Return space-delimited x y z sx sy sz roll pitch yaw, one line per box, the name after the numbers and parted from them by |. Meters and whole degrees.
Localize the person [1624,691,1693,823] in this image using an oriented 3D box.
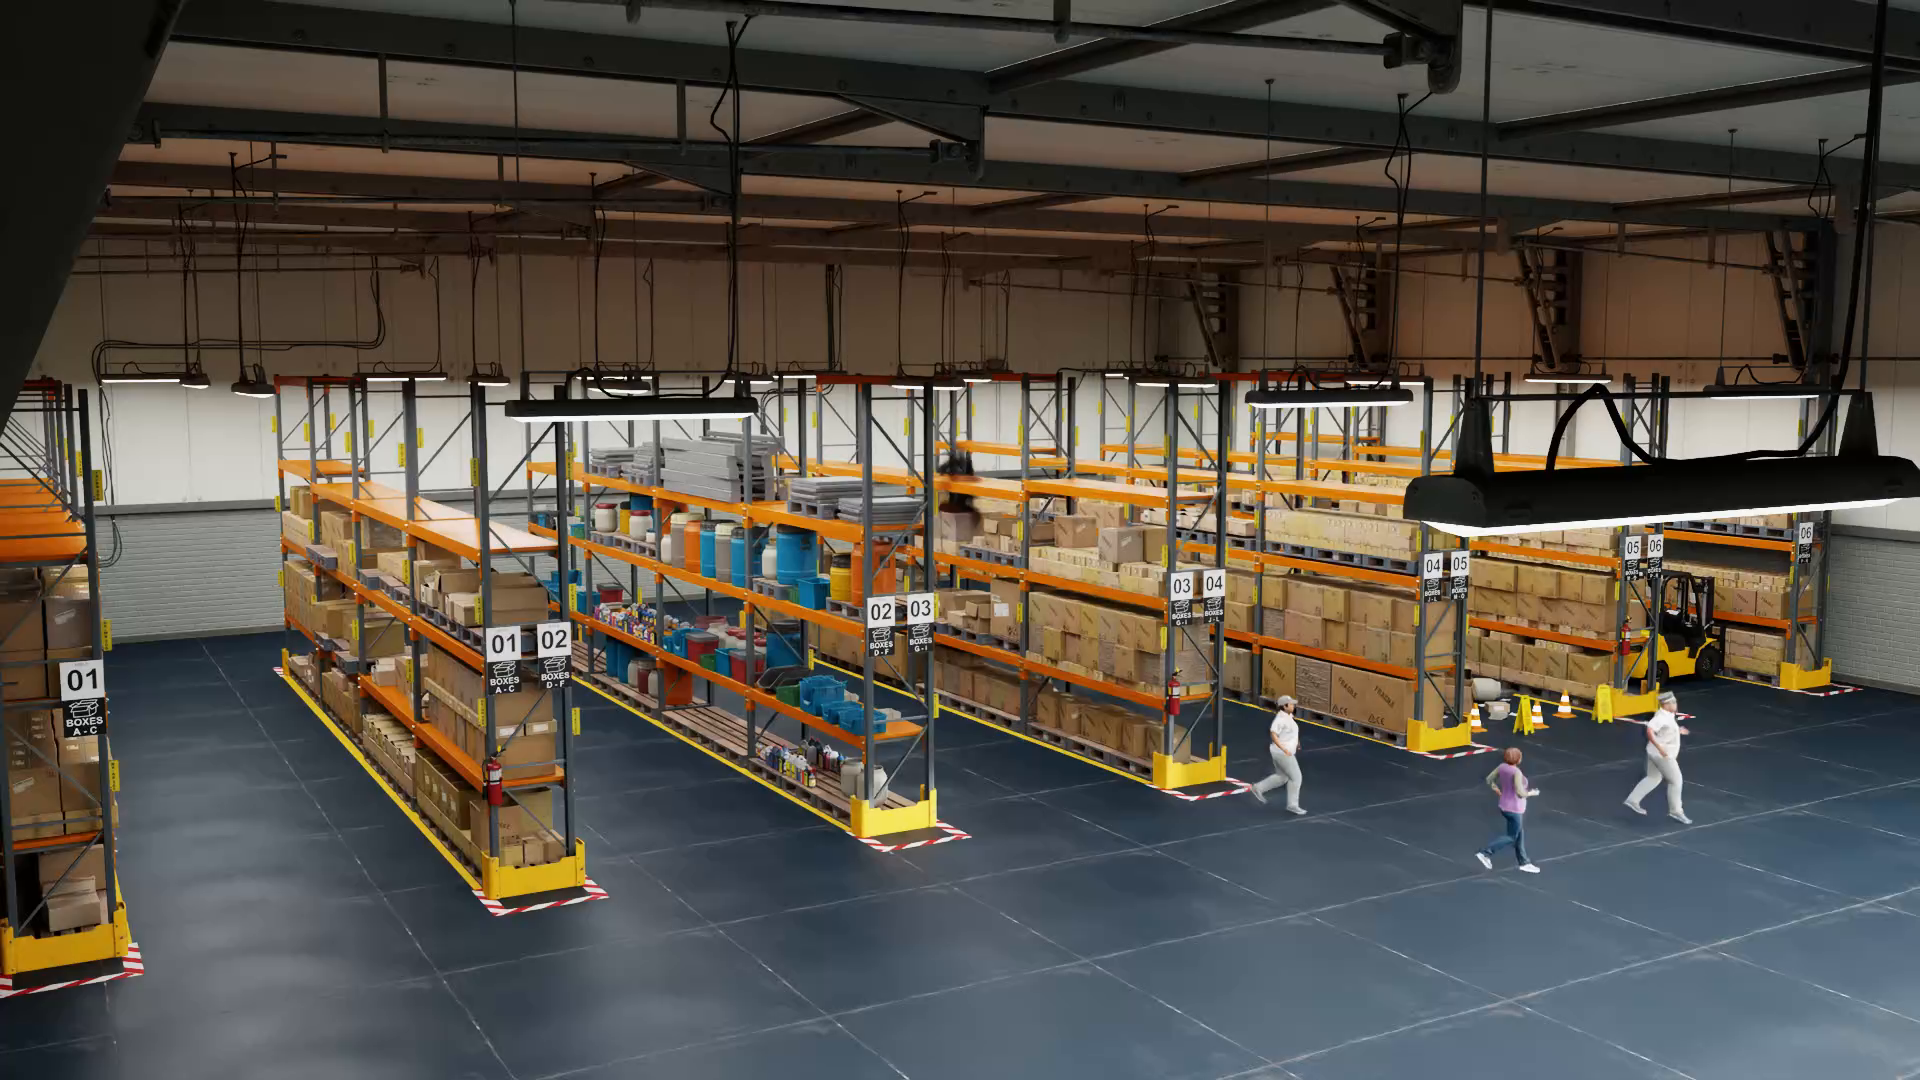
9.612 2.961 22.817 0.865 1.831 0.636 1 6 9 | person

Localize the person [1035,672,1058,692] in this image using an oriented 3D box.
1.607 1.999 31.645 0.742 1.739 0.934 -4 7 -31 | person

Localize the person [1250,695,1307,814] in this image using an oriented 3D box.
4.461 2.988 23.236 0.798 1.665 0.617 1 6 11 | person

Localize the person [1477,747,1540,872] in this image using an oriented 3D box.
6.712 3.307 20.290 0.877 1.592 0.538 -1 6 -10 | person
